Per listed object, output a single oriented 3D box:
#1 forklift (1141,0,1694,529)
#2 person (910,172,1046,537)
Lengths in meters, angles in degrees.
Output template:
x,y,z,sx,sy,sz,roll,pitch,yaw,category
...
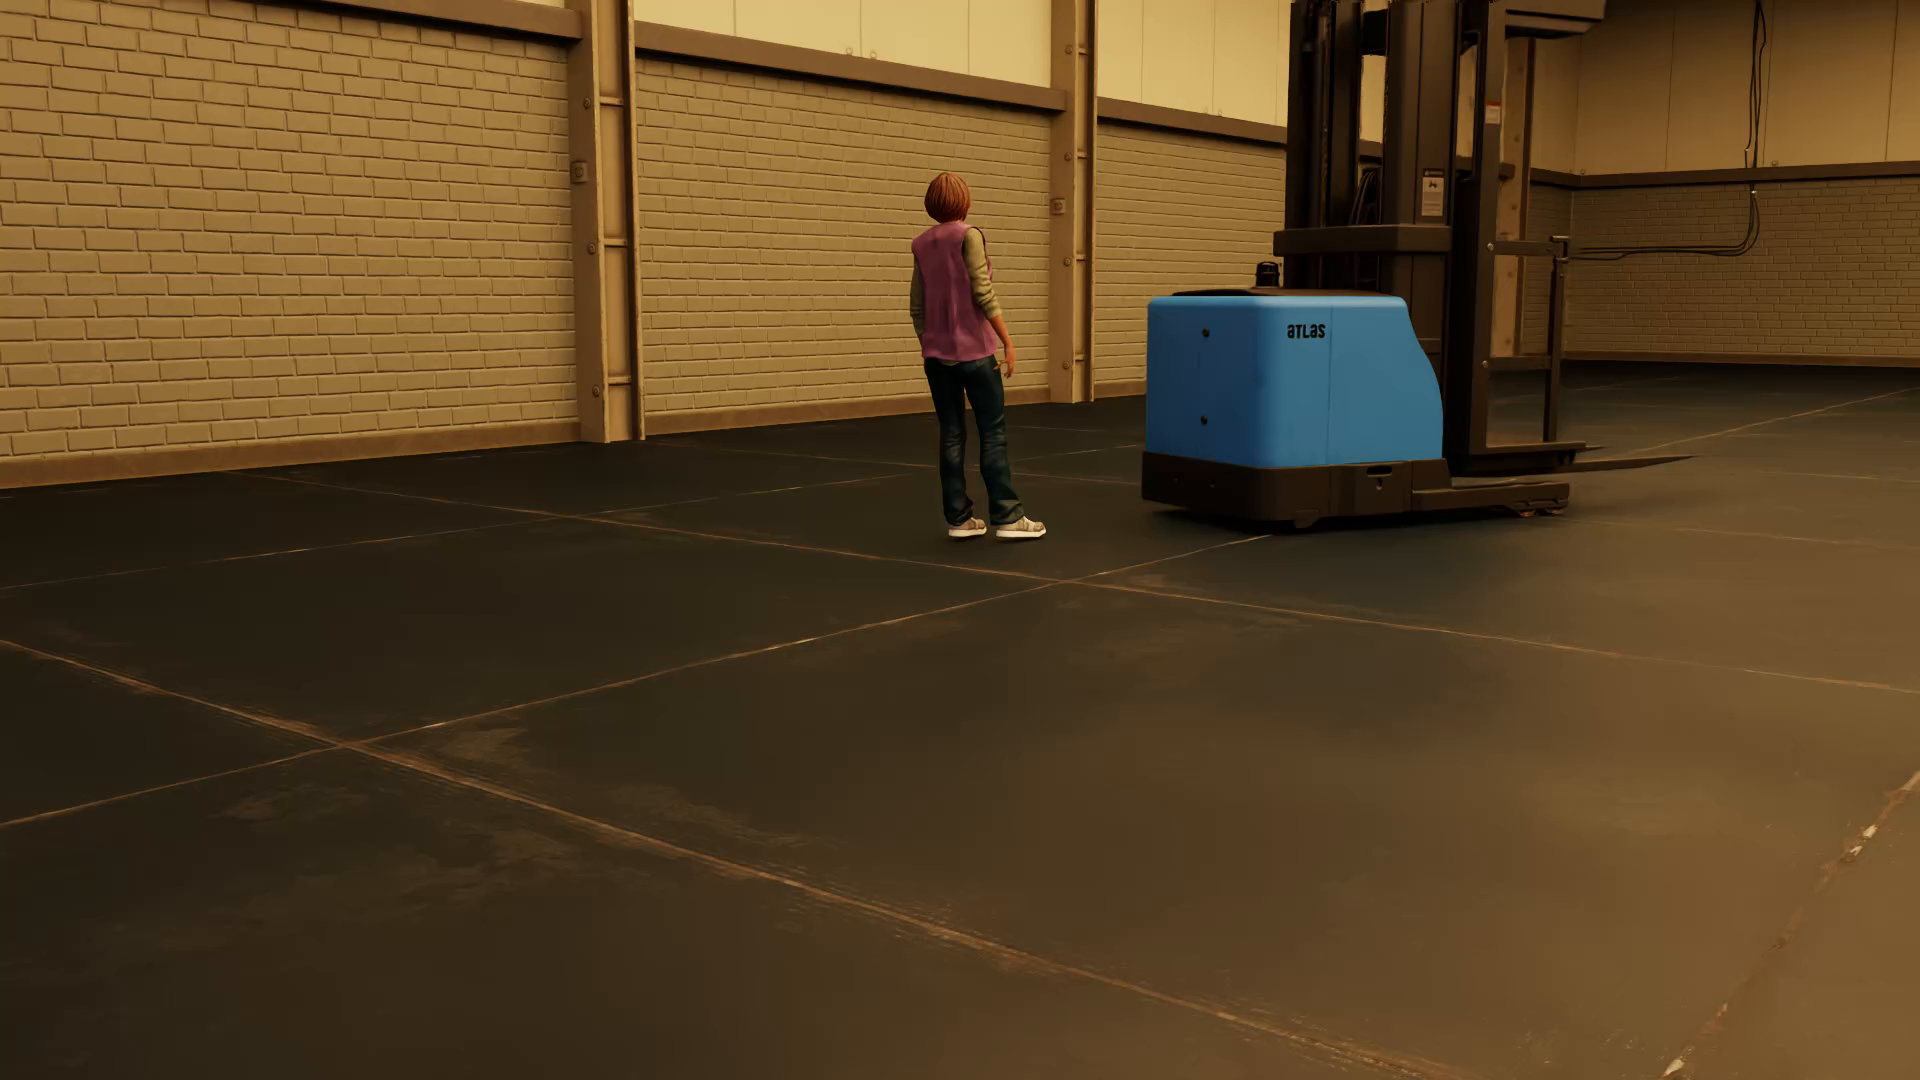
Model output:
x,y,z,sx,sy,sz,roll,pitch,yaw,category
2.458,-1.625,8.388,3.031,2.935,1.130,-4,9,-27,forklift
0.057,-0.805,7.336,0.520,1.597,0.476,7,11,38,person
